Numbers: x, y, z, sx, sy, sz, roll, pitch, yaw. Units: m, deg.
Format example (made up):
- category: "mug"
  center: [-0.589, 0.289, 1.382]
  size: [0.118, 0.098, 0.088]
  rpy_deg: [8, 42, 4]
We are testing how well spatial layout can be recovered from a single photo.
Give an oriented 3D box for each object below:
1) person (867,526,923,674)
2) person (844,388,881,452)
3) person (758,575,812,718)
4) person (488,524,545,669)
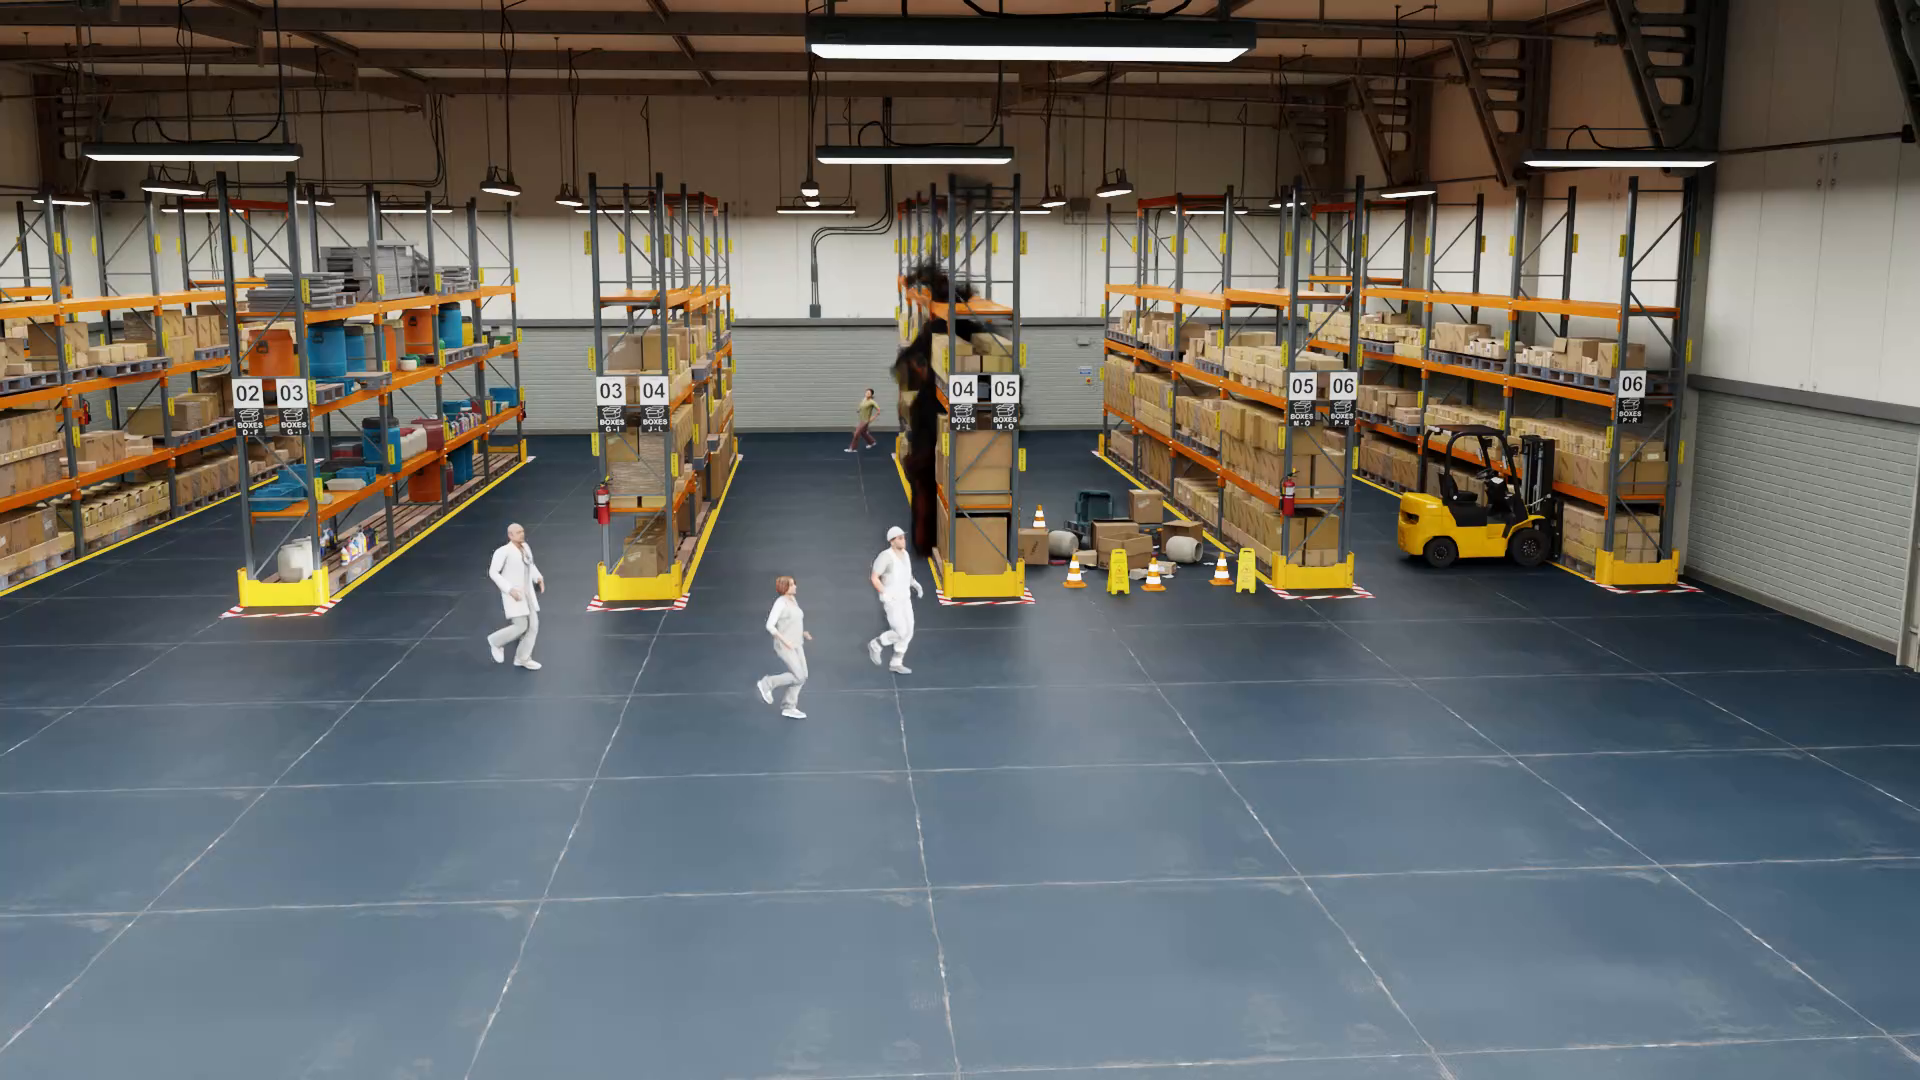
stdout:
- category: "person"
  center: [-0.786, 0.701, 19.722]
  size: [0.593, 1.756, 0.678]
  rpy_deg: [6, 12, 32]
- category: "person"
  center: [-2.412, -2.943, 40.738]
  size: [0.875, 1.585, 0.754]
  rpy_deg: [-2, 10, -9]
- category: "person"
  center: [-1.881, 1.139, 17.825]
  size: [0.549, 1.557, 0.538]
  rpy_deg: [3, 10, 17]
- category: "person"
  center: [-5.335, 0.664, 19.958]
  size: [0.669, 1.755, 0.736]
  rpy_deg: [5, 11, 25]
